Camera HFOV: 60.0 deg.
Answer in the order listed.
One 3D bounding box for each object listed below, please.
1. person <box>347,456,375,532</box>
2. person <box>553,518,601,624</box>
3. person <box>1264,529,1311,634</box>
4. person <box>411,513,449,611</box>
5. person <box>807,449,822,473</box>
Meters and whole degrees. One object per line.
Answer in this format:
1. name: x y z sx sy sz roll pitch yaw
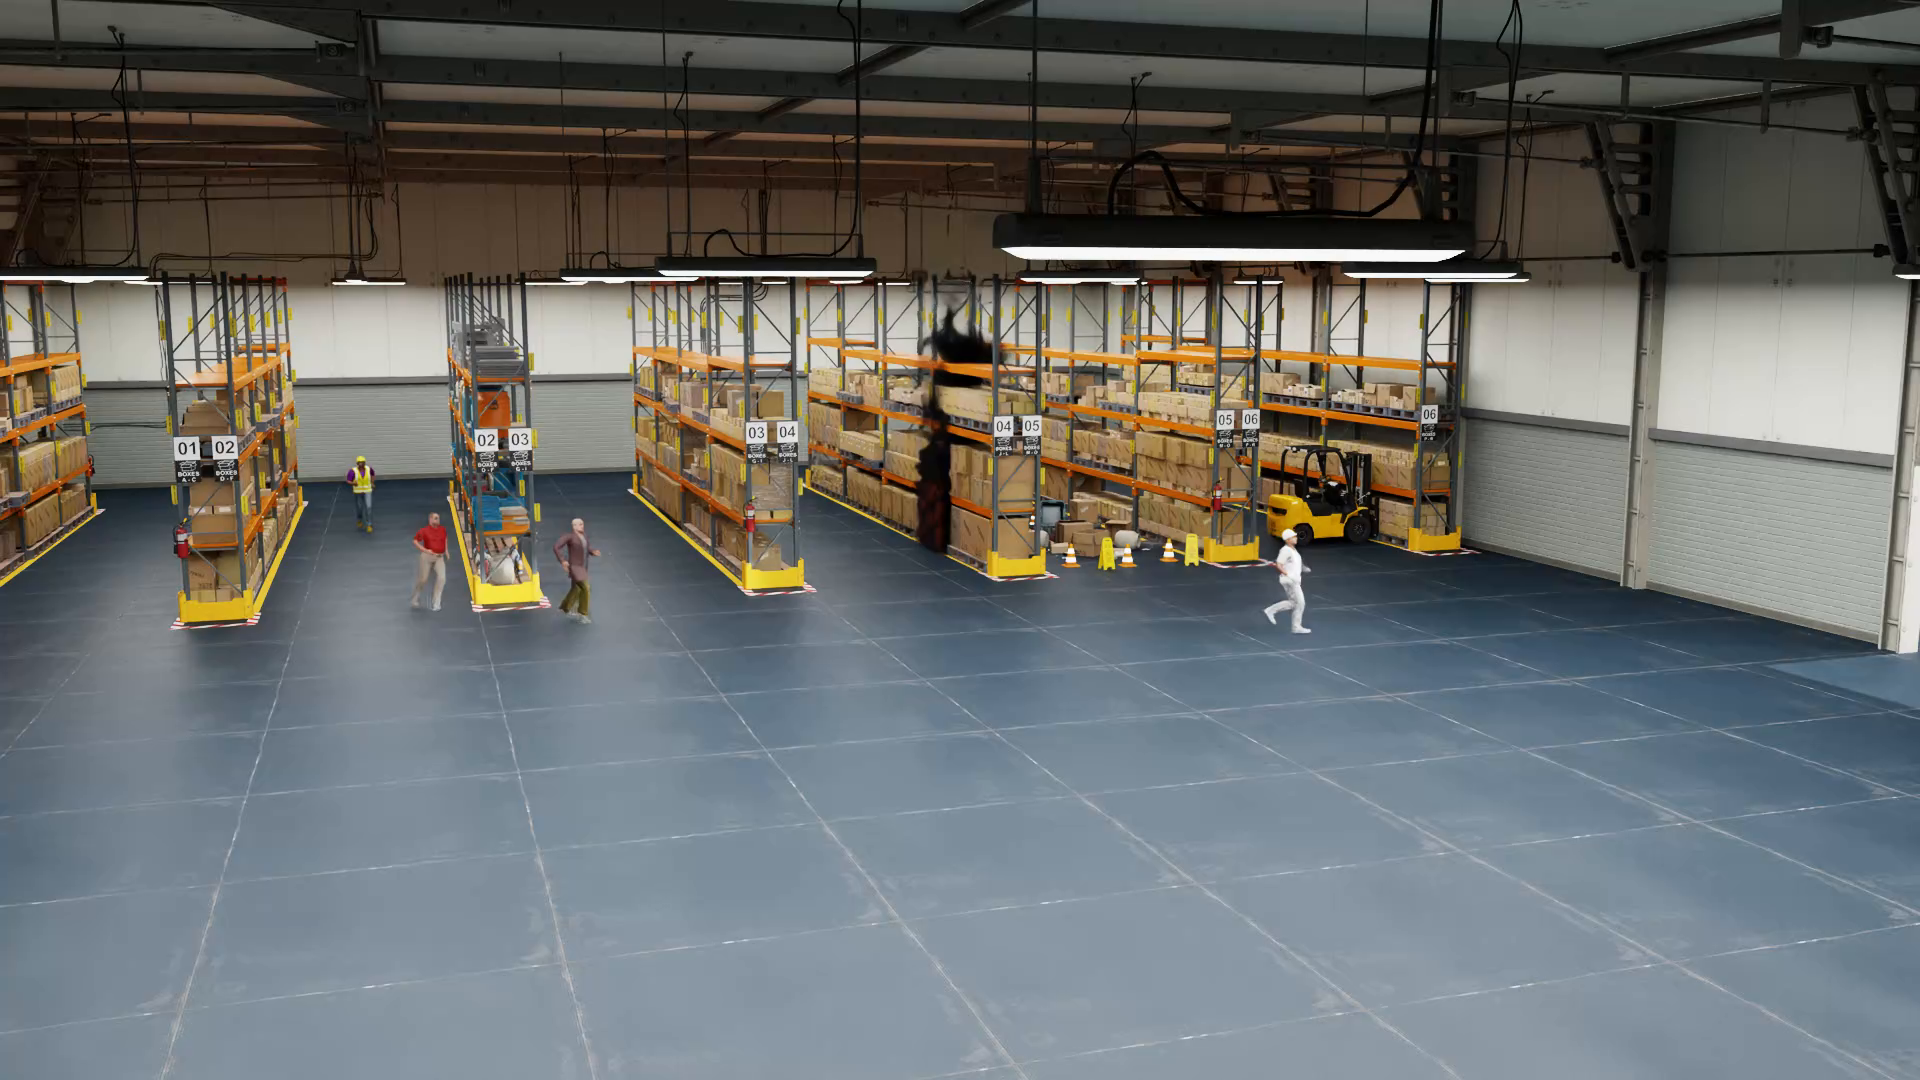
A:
1. person: -14.215 -1.118 39.516 0.651 1.777 0.952 -4 9 -23
2. person: -6.612 0.540 28.747 0.857 1.846 0.690 3 9 18
3. person: 5.481 0.688 27.771 0.804 1.746 0.694 3 9 18
4. person: -9.517 0.385 30.016 0.737 1.765 0.767 -8 11 -41
5. person: -4.242 -2.532 49.630 0.614 1.591 0.532 -6 11 -35
